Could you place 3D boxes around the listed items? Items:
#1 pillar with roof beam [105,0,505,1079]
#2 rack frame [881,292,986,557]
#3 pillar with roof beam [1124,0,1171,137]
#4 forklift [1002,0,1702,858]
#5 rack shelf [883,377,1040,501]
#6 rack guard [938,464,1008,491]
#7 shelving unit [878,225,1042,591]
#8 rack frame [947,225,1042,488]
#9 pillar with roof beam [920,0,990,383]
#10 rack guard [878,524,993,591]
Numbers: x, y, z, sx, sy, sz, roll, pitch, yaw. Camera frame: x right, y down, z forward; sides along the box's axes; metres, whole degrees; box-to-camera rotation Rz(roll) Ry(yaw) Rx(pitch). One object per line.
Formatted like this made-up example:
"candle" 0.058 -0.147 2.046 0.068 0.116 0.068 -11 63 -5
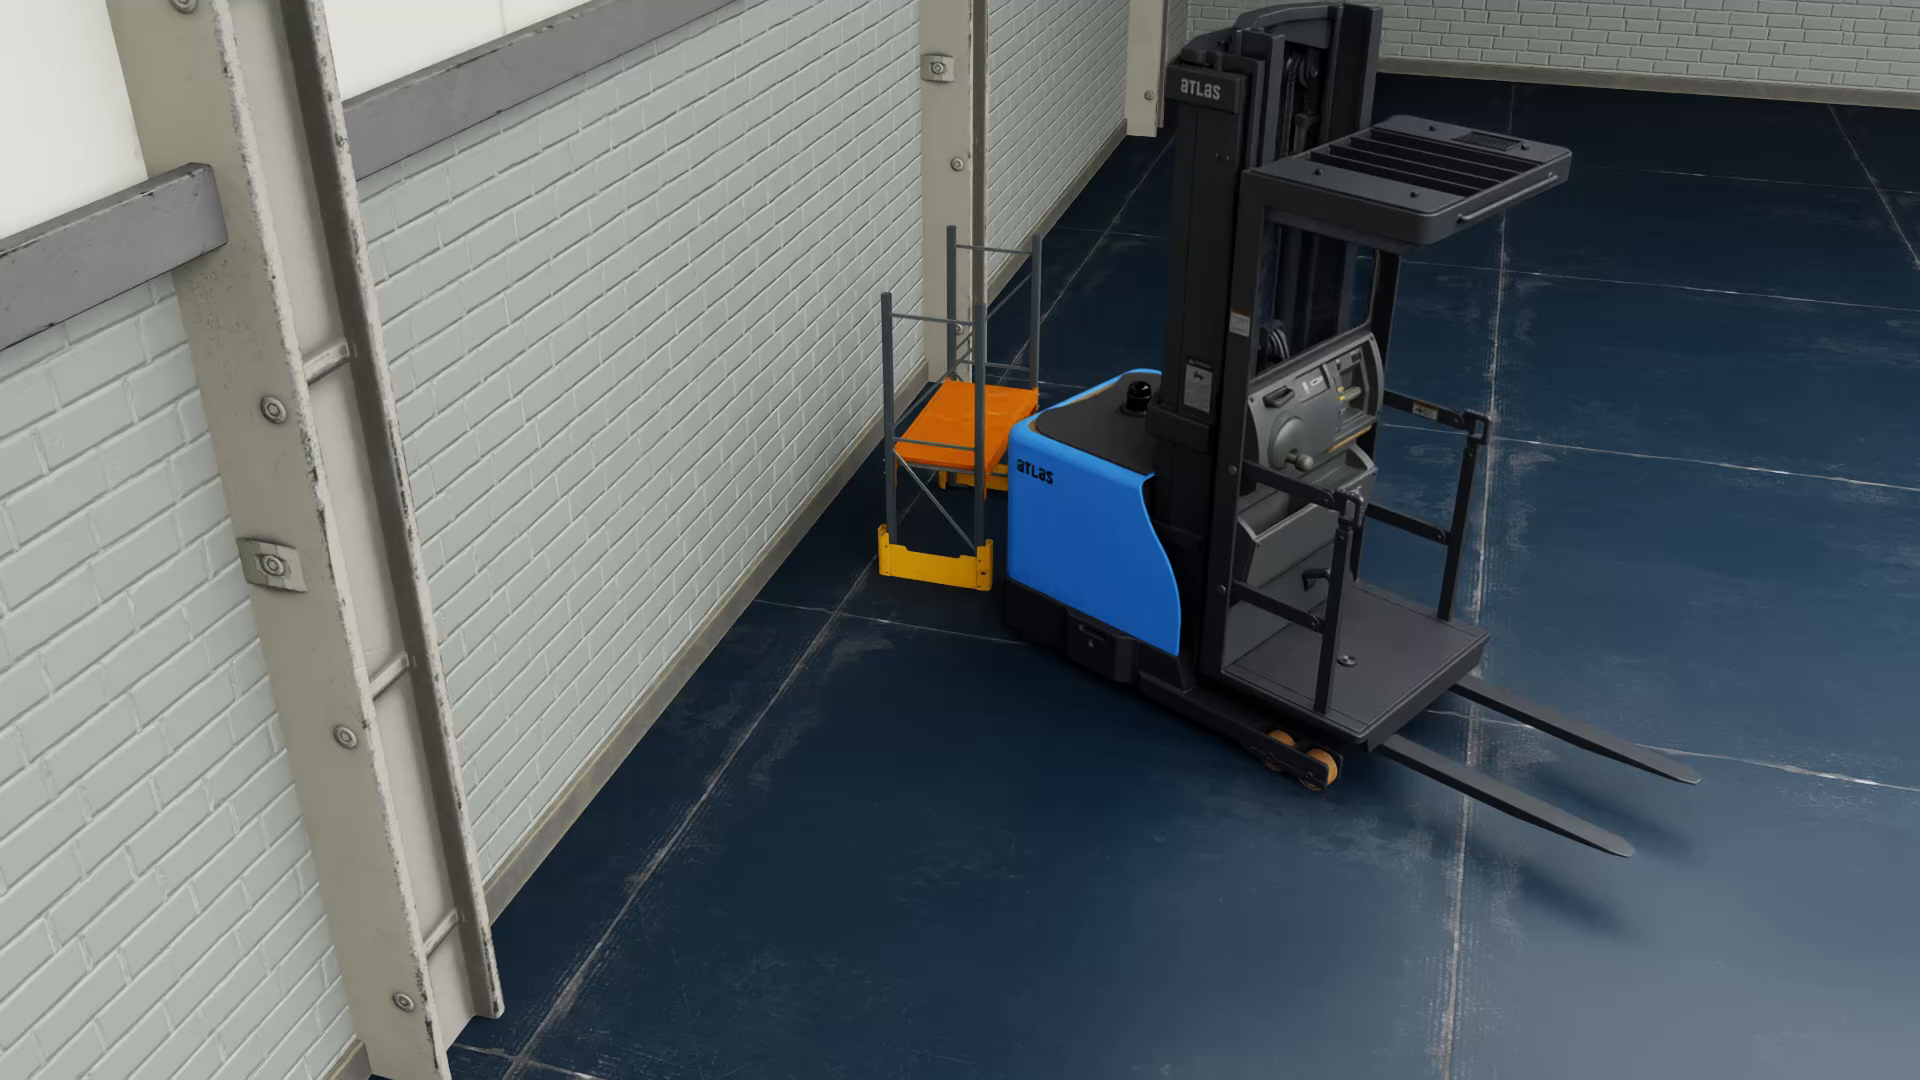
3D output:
"pillar with roof beam" 2.324 -1.613 2.393 9.100 9.000 0.400 8 30 15
"rack frame" -0.124 -0.459 8.032 0.500 1.500 0.032 8 30 15
"pillar with roof beam" 5.846 -7.190 12.418 9.100 9.000 0.400 8 30 15
"forklift" 1.618 -0.532 6.692 3.031 2.935 1.130 25 38 37
"rack shelf" 0.025 -0.538 8.544 0.538 0.185 1.000 8 30 15
"rack guard" 0.169 -0.376 9.169 0.587 0.250 0.087 8 30 15
"shelving unit" 0.022 -0.691 8.449 0.587 1.500 1.083 8 30 15
"rack frame" 0.174 -0.931 8.881 0.500 1.500 0.032 8 30 15
"pillar with roof beam" 4.085 -4.401 7.405 9.100 9.000 0.400 8 30 15
"rack guard" -0.124 0.087 8.337 0.587 0.250 0.087 8 30 15
